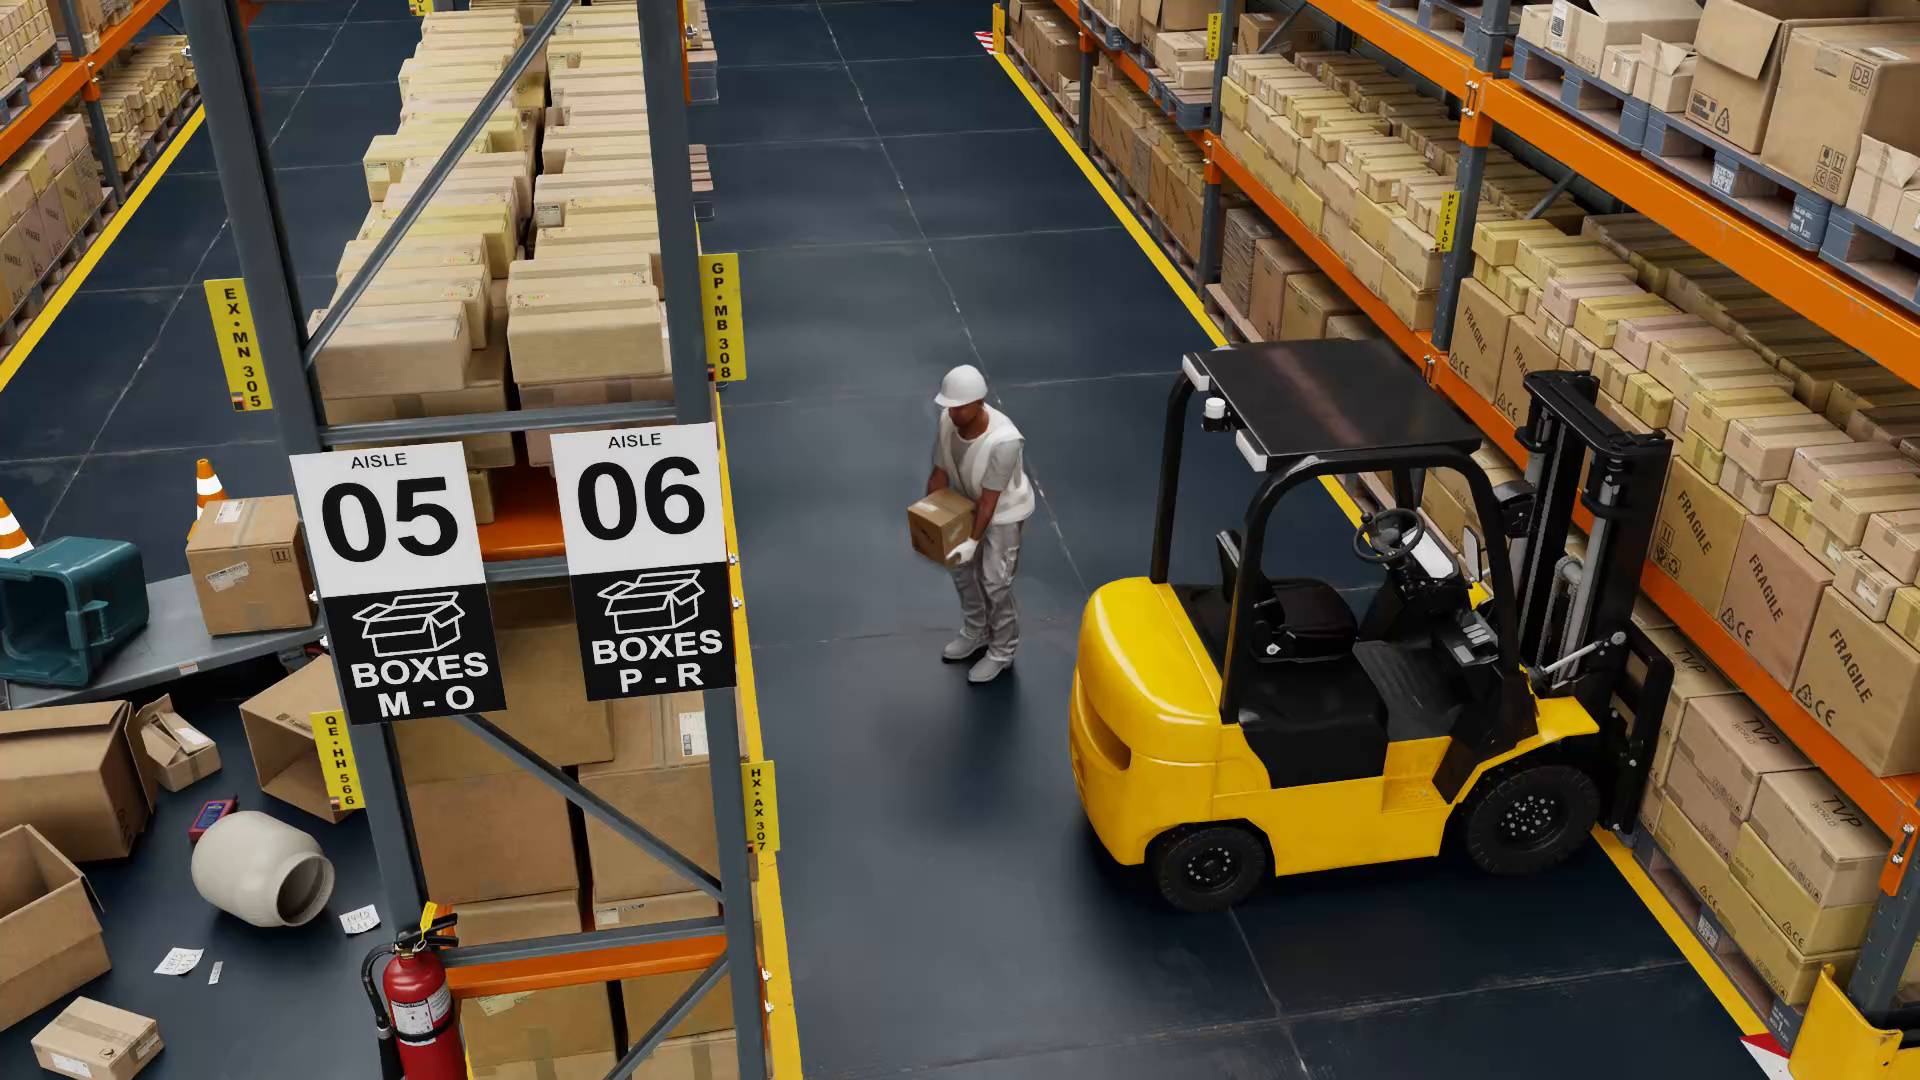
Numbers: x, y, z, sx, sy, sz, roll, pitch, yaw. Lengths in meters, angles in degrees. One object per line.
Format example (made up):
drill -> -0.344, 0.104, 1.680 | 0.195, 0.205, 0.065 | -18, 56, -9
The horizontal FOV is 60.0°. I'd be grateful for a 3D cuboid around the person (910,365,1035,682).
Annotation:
person -> 0.081, -0.090, 8.310 | 0.616, 1.745, 0.484 | -25, 39, -36
